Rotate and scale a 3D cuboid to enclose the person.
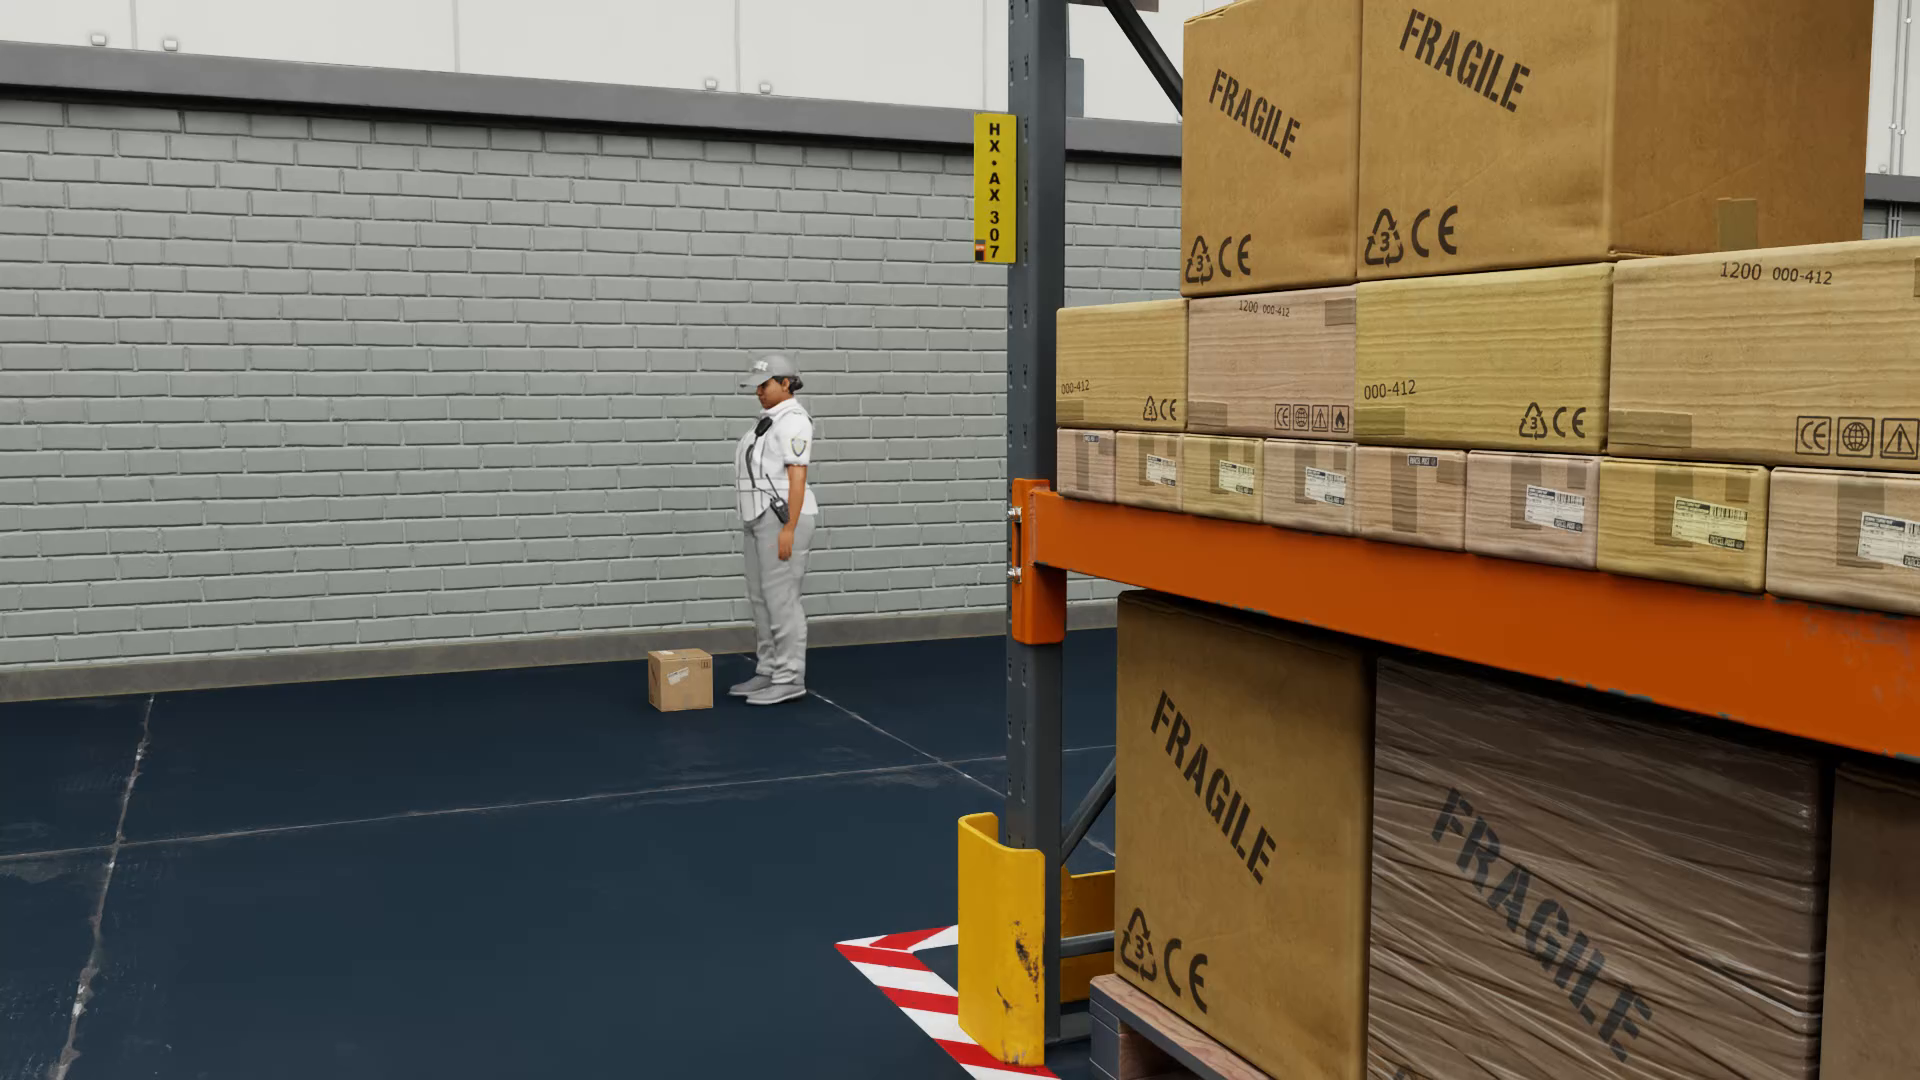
[{"bbox_3d":[-0.898,-0.059,8.050,0.393,1.675,0.483,-2,6,-23],"label":"person"}]
